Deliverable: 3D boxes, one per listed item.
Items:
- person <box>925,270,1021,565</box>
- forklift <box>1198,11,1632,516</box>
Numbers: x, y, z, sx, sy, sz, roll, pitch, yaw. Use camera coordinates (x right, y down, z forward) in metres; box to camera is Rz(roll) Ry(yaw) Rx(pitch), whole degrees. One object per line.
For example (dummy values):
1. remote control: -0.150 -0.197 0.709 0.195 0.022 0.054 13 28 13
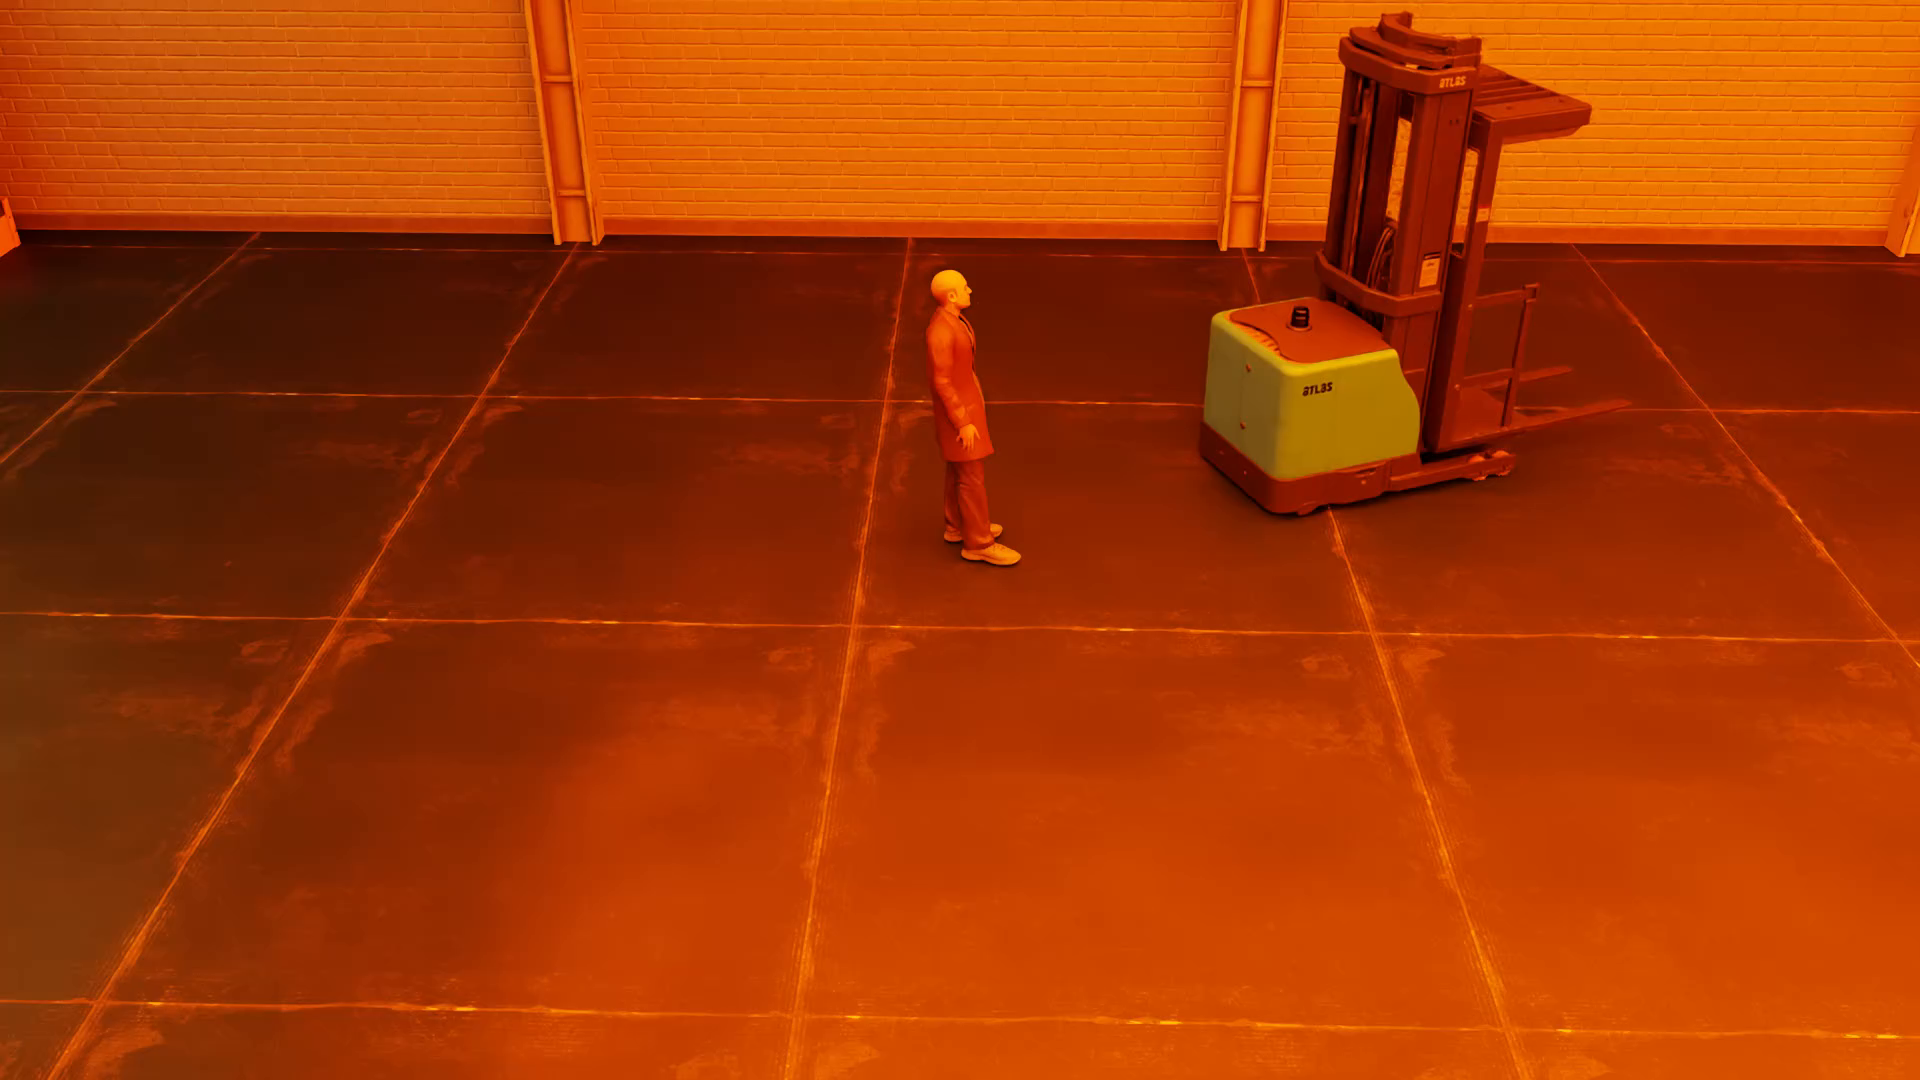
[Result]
1. person: 0.090 -0.768 10.039 0.582 1.775 0.696 1 31 1
2. forklift: 3.201 -1.894 10.826 3.031 2.935 1.130 -12 33 -19
